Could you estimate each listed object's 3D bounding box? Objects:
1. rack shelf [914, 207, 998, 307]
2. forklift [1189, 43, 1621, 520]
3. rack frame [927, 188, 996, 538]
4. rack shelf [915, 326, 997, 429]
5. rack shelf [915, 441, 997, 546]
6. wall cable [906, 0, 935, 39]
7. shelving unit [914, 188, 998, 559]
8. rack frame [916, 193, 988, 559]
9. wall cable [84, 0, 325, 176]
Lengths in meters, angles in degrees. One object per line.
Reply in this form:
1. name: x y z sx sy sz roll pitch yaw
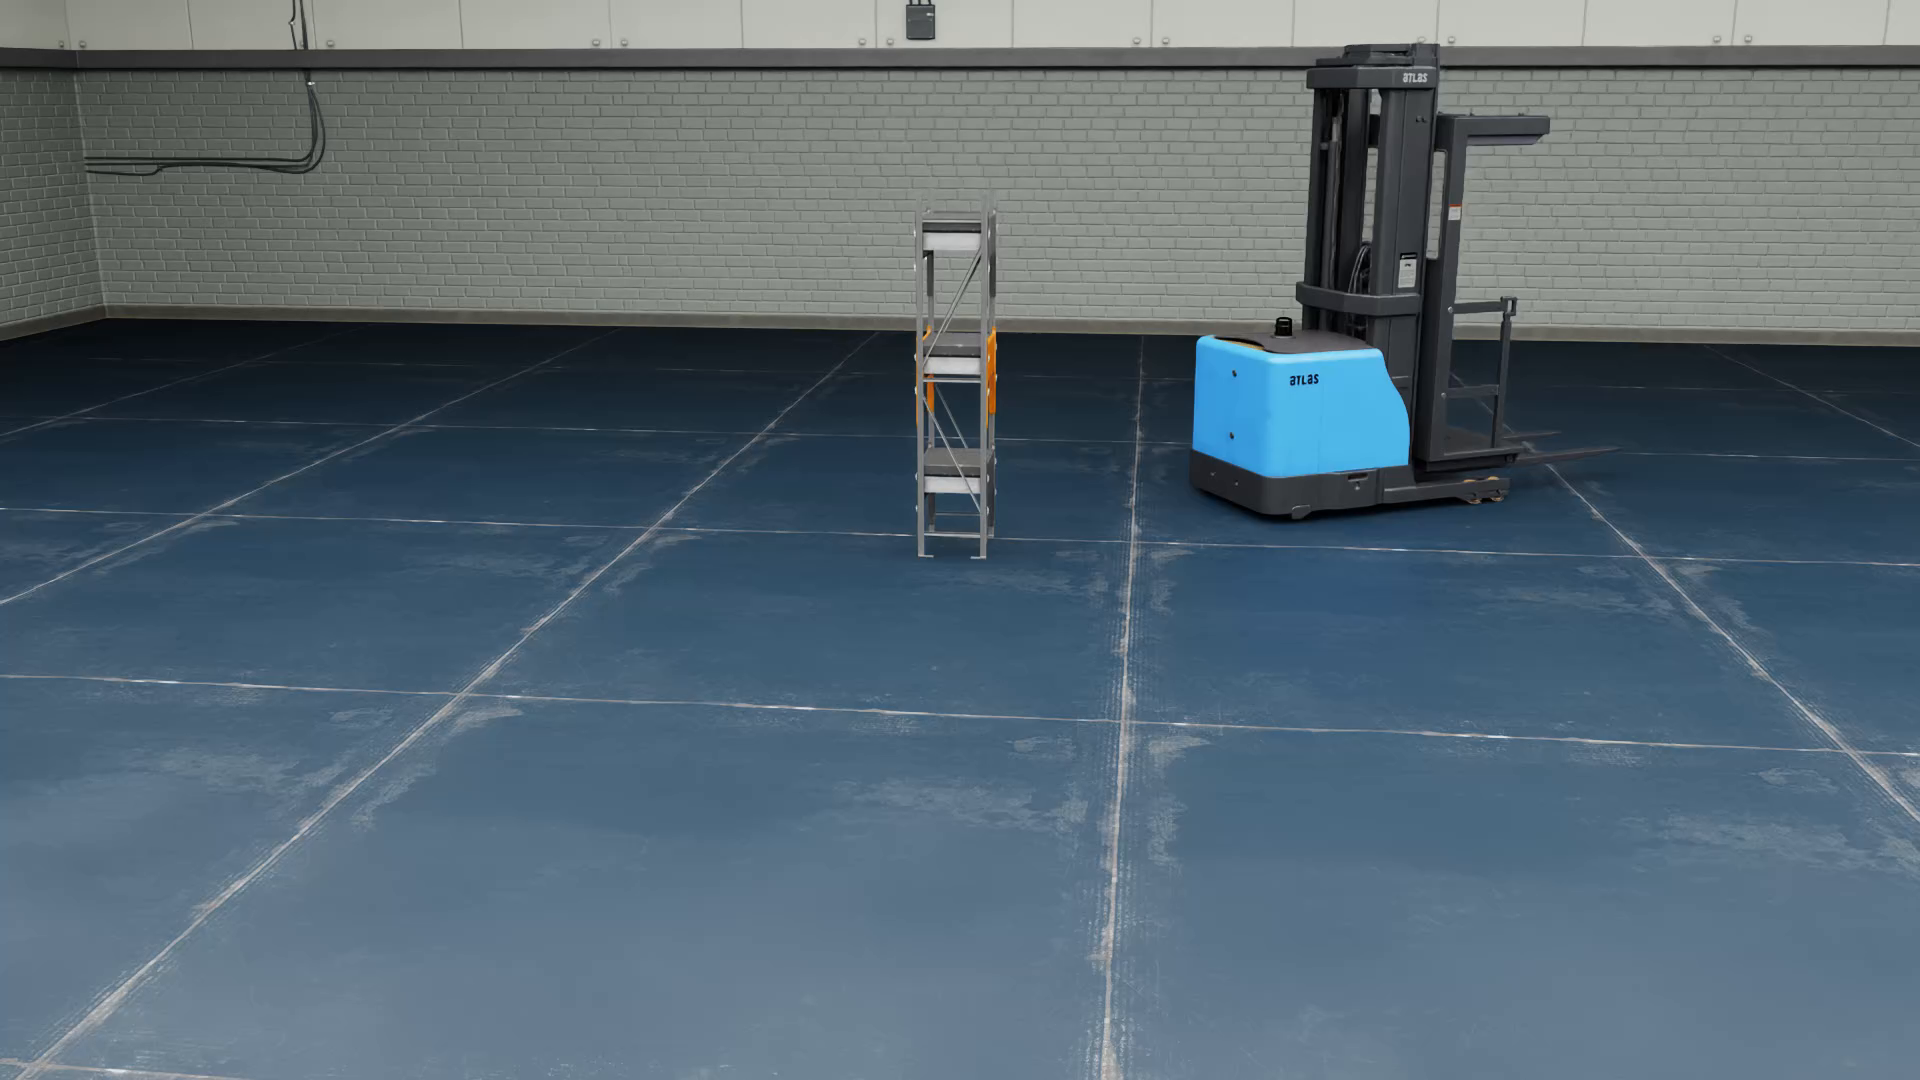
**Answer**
1. rack shelf: -0.019 -1.633 9.550 0.431 0.518 0.480 2 15 6
2. forklift: 3.127 -1.773 11.102 3.031 2.935 1.130 -6 16 -22
3. rack frame: 0.009 -1.034 9.963 0.400 2.100 0.015 2 15 6
4. rack shelf: -0.019 -0.957 9.733 0.431 0.518 0.480 2 15 6
5. rack shelf: -0.019 -0.282 9.915 0.431 0.518 0.480 2 15 6
6. wall cable: 0.564 -8.333 17.226 2.305 6.003 0.169 2 15 6
7. shelving unit: -0.019 -0.971 9.729 0.431 2.100 0.503 2 15 6
8. rack frame: -0.046 -0.907 9.495 0.400 2.100 0.015 2 15 6
9. wall cable: -8.867 -5.476 19.124 3.097 2.526 0.112 2 15 6
